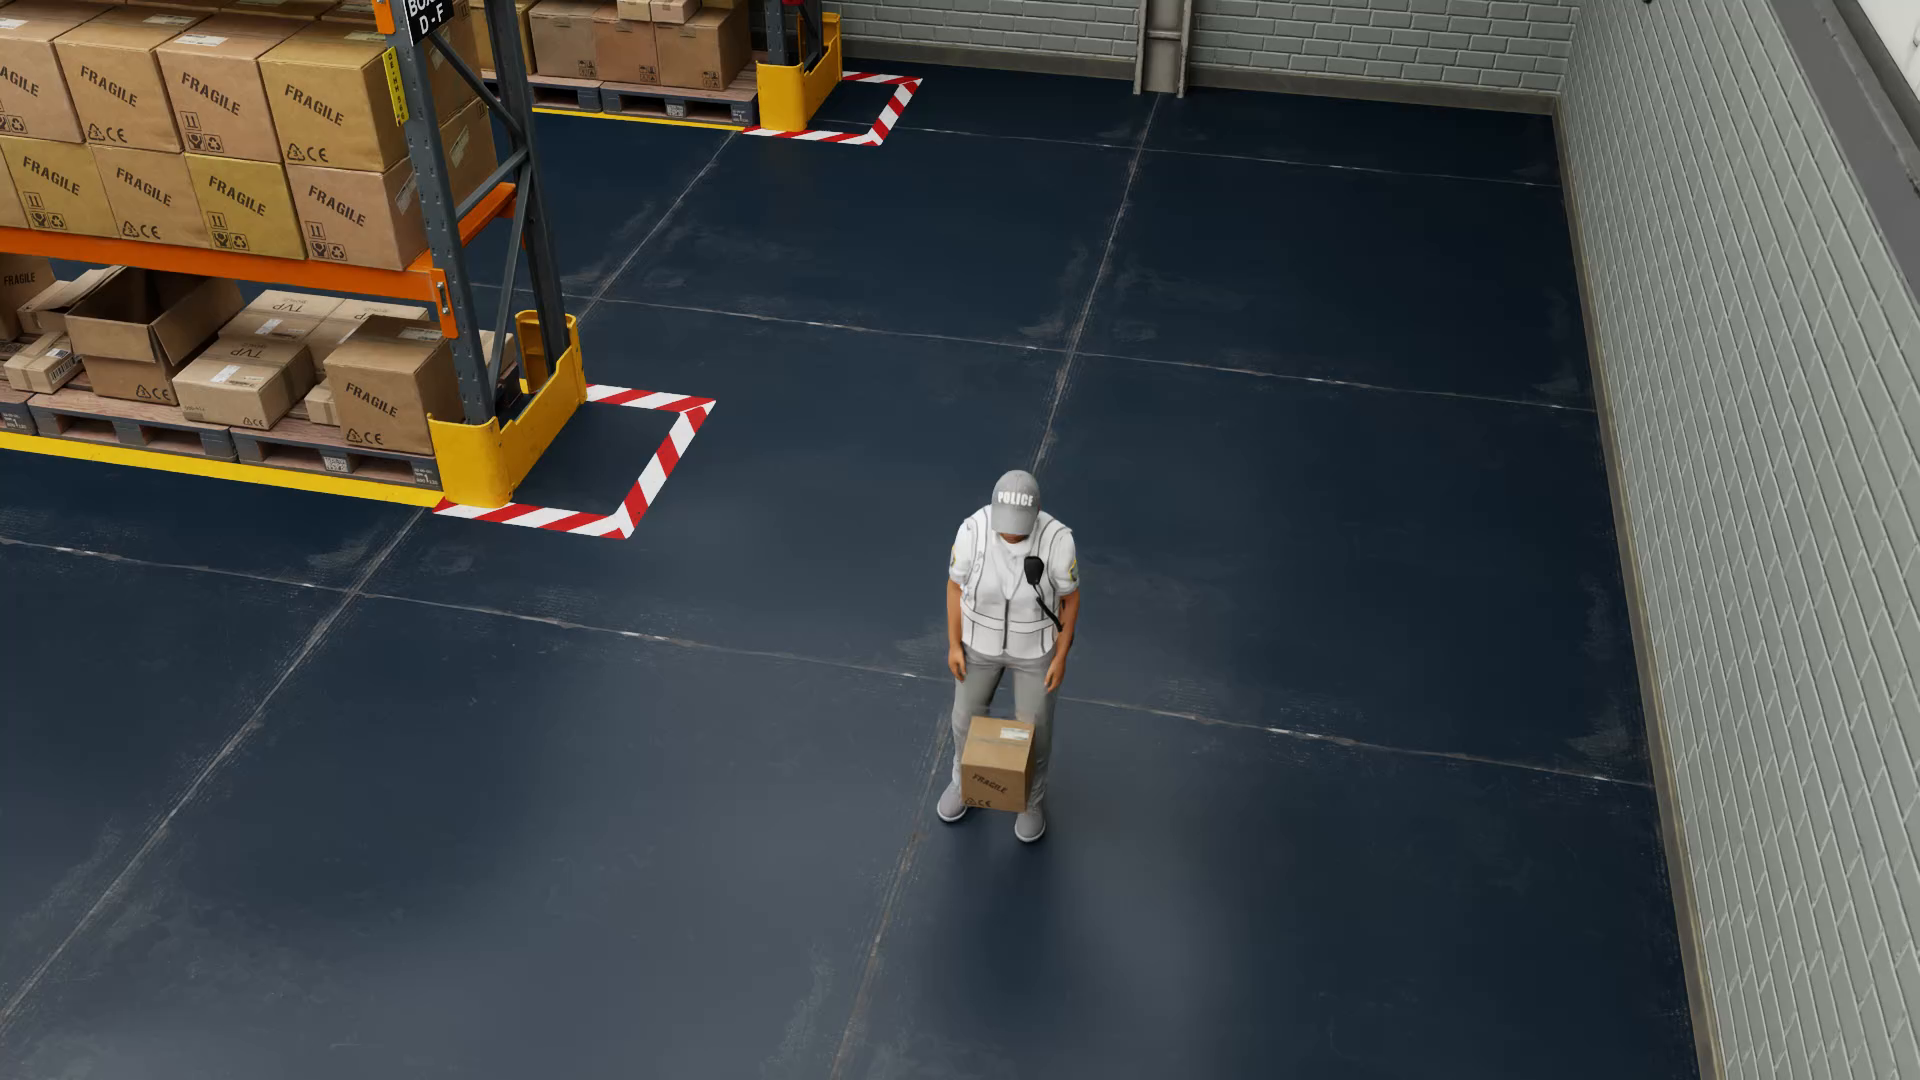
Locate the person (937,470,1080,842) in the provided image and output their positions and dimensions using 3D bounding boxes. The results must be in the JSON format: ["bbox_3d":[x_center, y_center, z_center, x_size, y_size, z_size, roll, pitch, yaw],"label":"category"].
[{"bbox_3d":[0.184,0.413,6.403,0.528,1.669,0.452,7,37,9],"label":"person"}]
